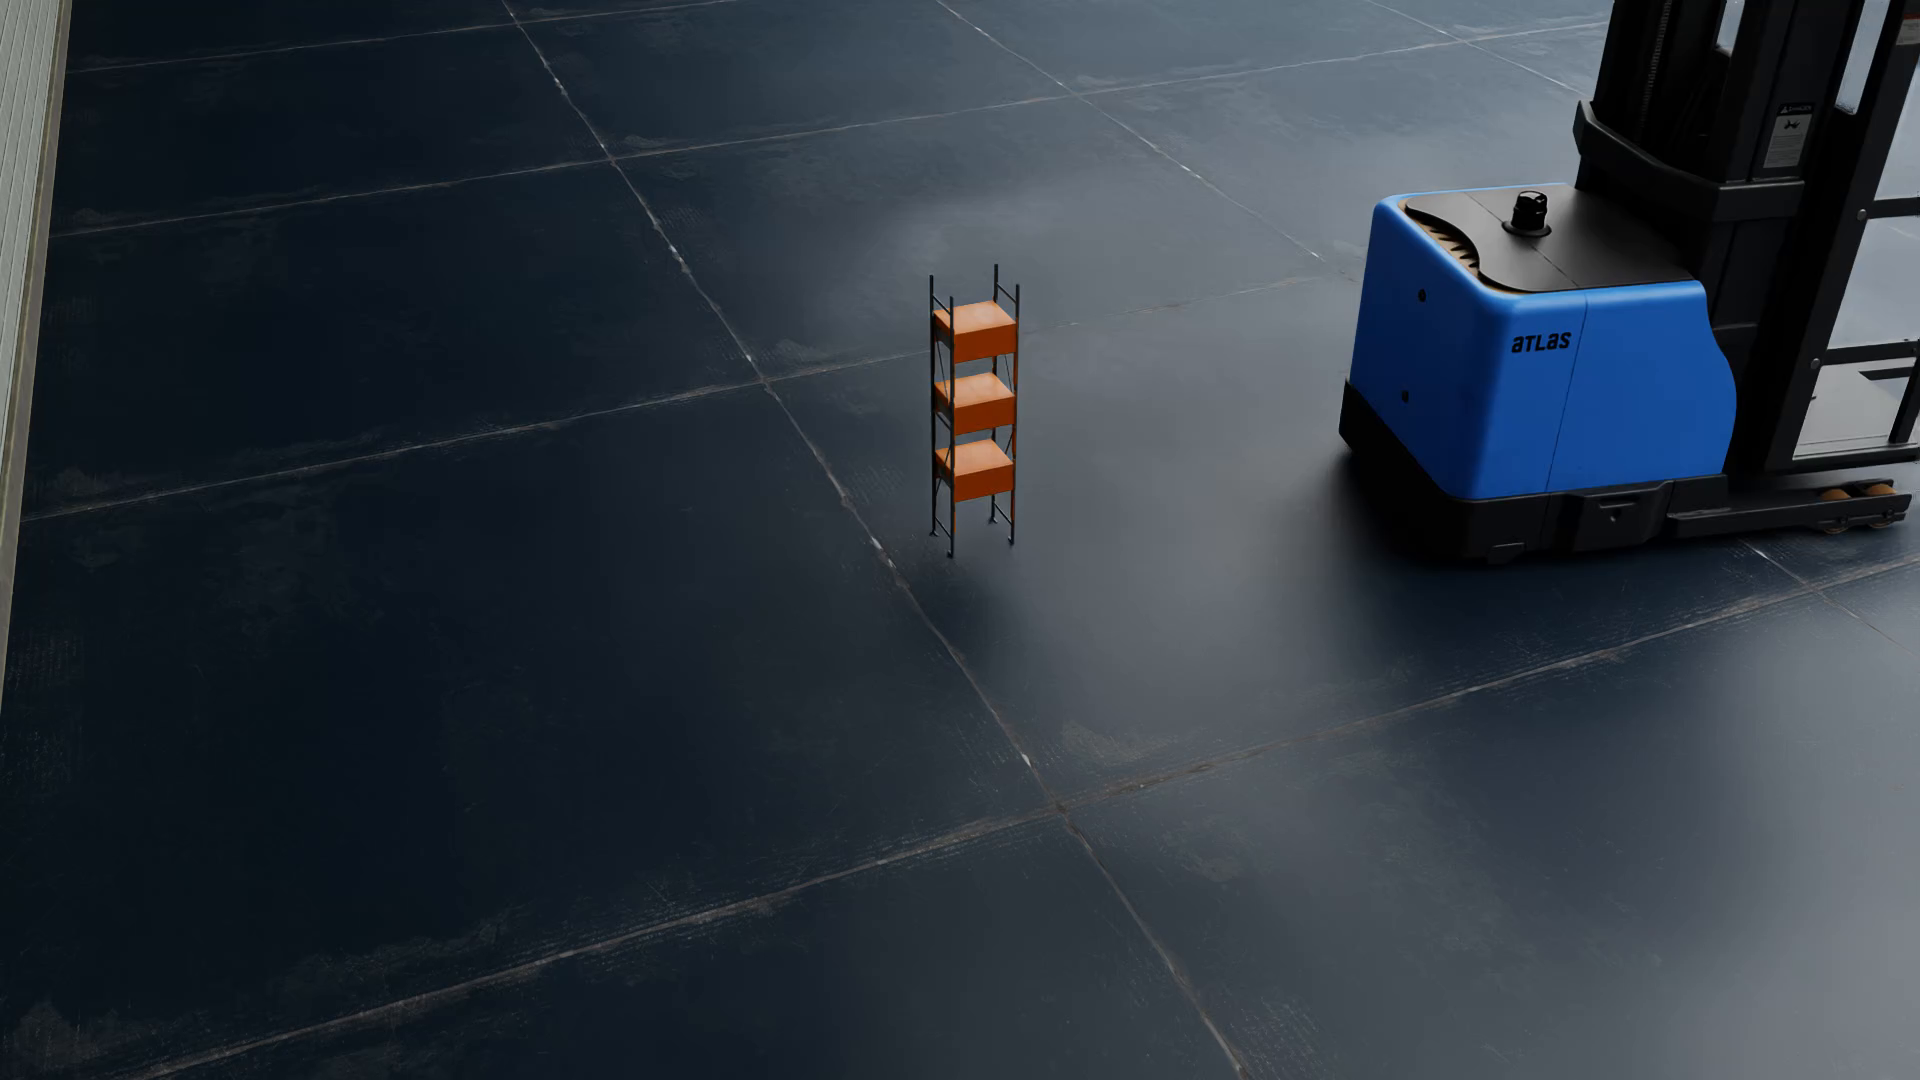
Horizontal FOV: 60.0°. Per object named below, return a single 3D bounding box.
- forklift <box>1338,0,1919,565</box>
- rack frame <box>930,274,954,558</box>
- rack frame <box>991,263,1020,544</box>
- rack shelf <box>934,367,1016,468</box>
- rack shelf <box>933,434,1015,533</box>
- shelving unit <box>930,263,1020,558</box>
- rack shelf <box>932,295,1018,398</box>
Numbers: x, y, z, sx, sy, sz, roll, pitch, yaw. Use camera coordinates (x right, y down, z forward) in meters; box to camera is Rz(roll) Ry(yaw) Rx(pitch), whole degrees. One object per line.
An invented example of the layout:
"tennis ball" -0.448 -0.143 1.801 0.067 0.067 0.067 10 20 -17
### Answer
"forklift" 3.116 -1.529 5.912 3.031 2.935 1.130 -6 34 -9
"rack frame" -0.063 -0.426 5.941 0.008 1.050 0.200 -13 35 -19
"rack frame" 0.162 -0.477 6.021 0.008 1.050 0.200 -13 35 -19
"rack shelf" 0.049 -0.442 5.987 0.240 0.259 0.215 -13 35 -19
"rack shelf" 0.049 -0.210 6.138 0.240 0.259 0.215 -13 35 -19
"shelving unit" 0.049 -0.451 5.981 0.252 1.050 0.215 -13 35 -19
"rack shelf" 0.049 -0.680 5.832 0.240 0.259 0.215 -13 35 -19
